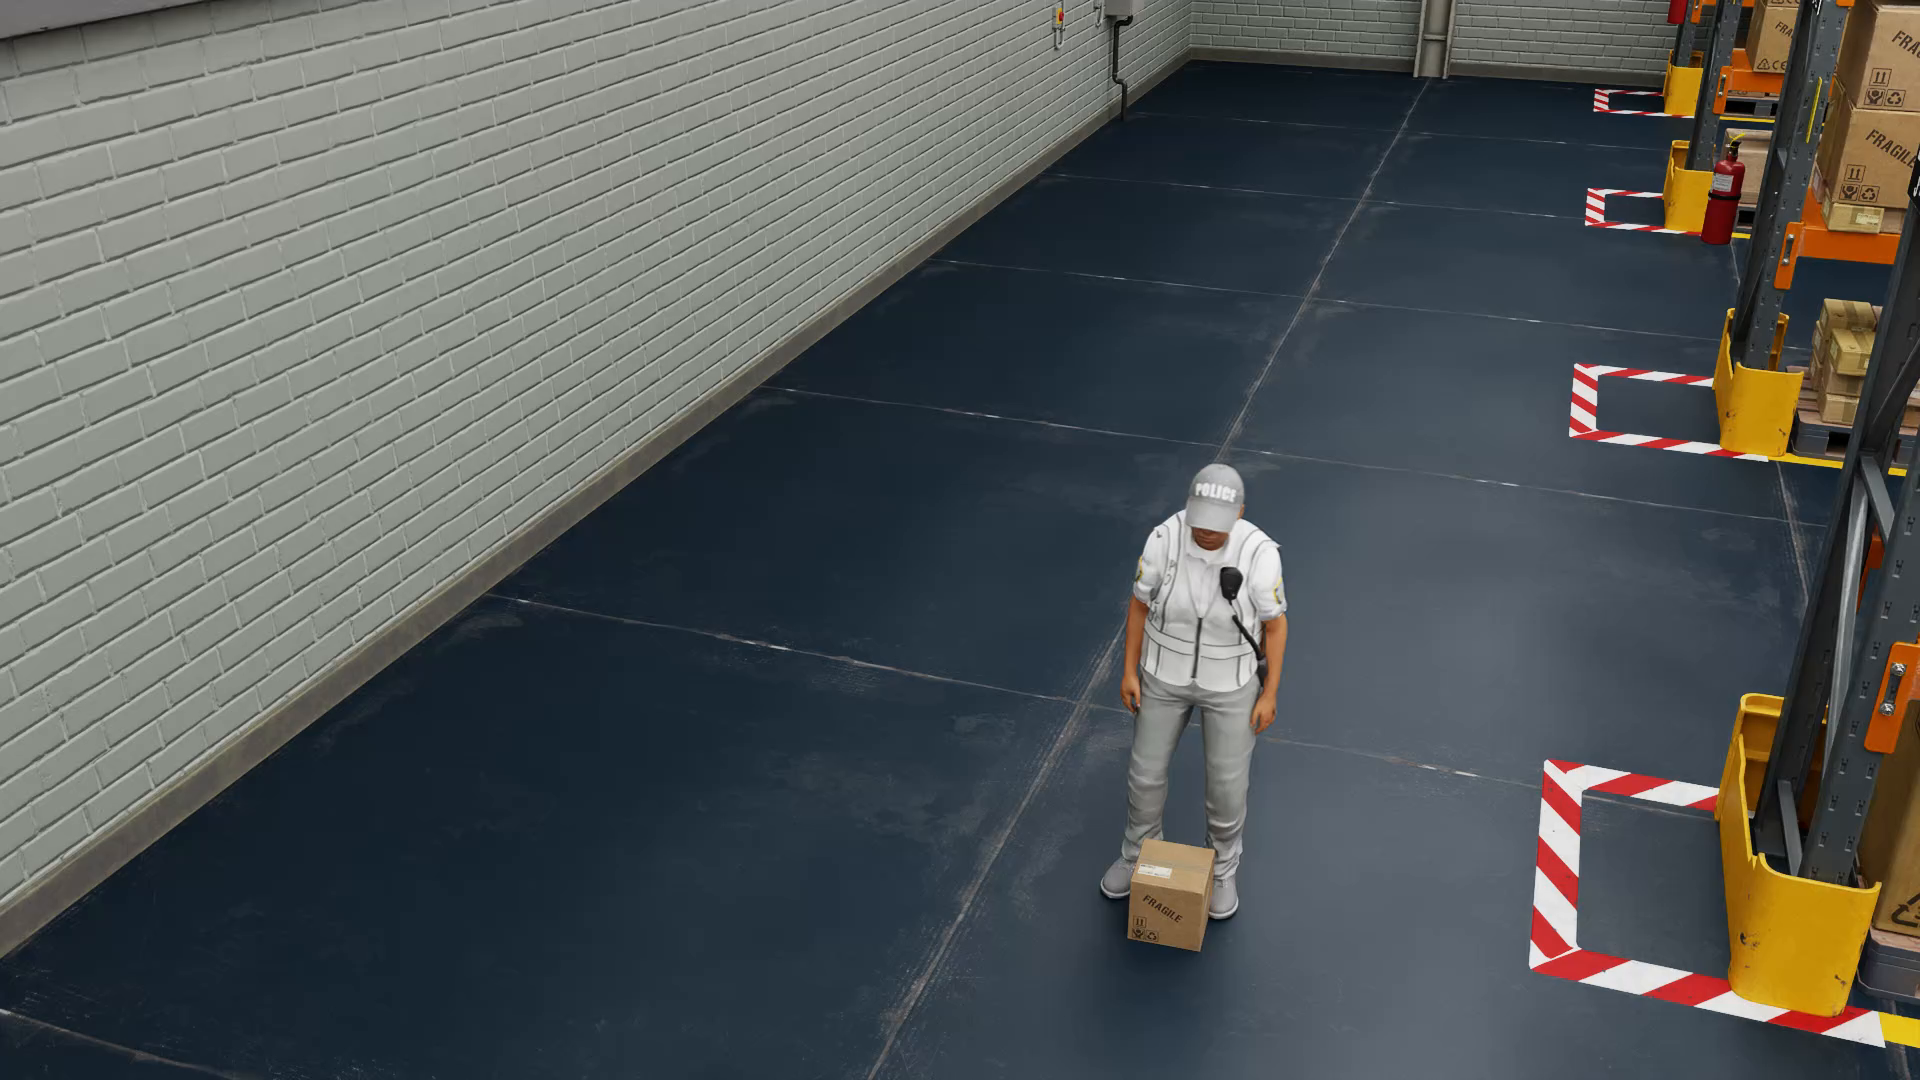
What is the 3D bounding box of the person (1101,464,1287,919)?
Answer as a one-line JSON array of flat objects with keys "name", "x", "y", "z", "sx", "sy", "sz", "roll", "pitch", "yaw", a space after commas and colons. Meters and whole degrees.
[{"name": "person", "x": 0.792, "y": 0.495, "z": 5.585, "sx": 0.553, "sy": 1.666, "sz": 0.458, "roll": 8, "pitch": 27, "yaw": 16}]
